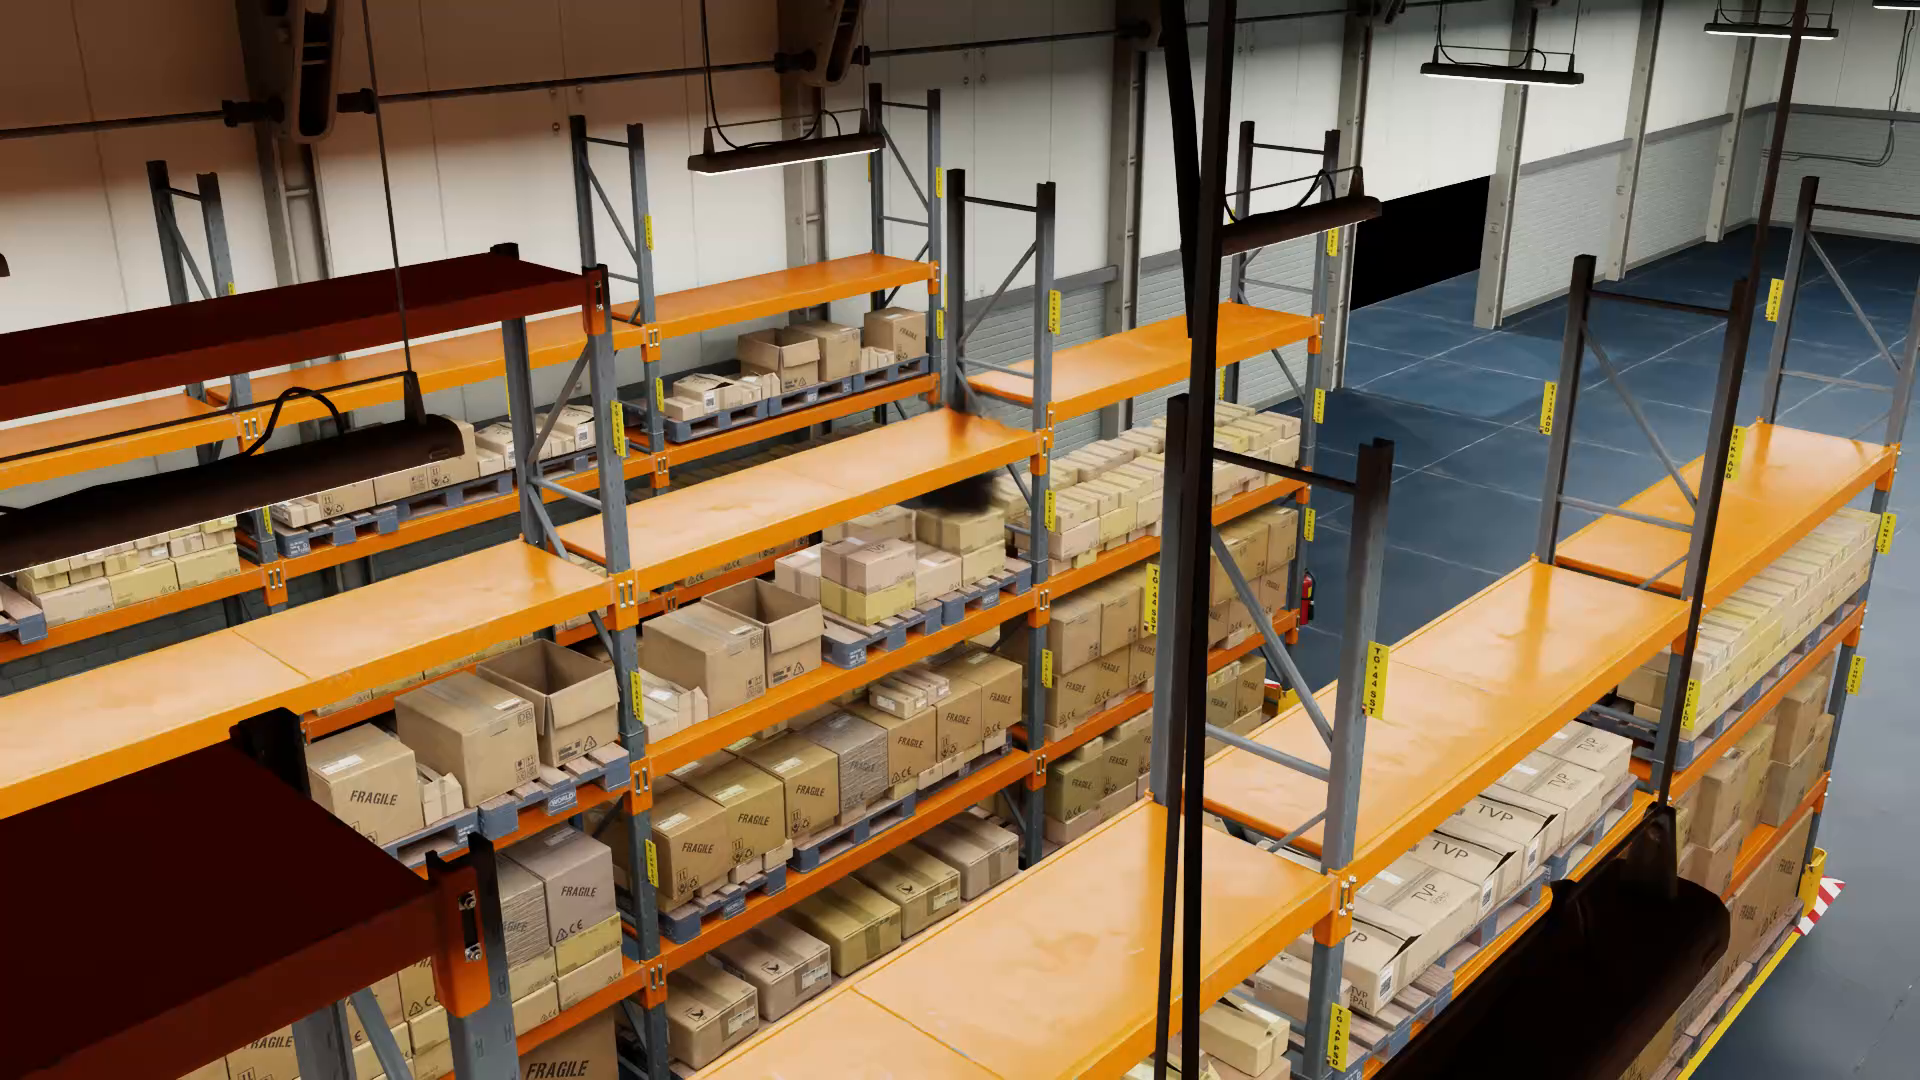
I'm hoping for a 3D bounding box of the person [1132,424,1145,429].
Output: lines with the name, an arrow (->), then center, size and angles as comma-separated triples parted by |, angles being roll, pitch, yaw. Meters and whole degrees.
person -> 2.243, -0.706, 21.621 | 0.681, 1.578, 0.727 | -7, 22, -18
